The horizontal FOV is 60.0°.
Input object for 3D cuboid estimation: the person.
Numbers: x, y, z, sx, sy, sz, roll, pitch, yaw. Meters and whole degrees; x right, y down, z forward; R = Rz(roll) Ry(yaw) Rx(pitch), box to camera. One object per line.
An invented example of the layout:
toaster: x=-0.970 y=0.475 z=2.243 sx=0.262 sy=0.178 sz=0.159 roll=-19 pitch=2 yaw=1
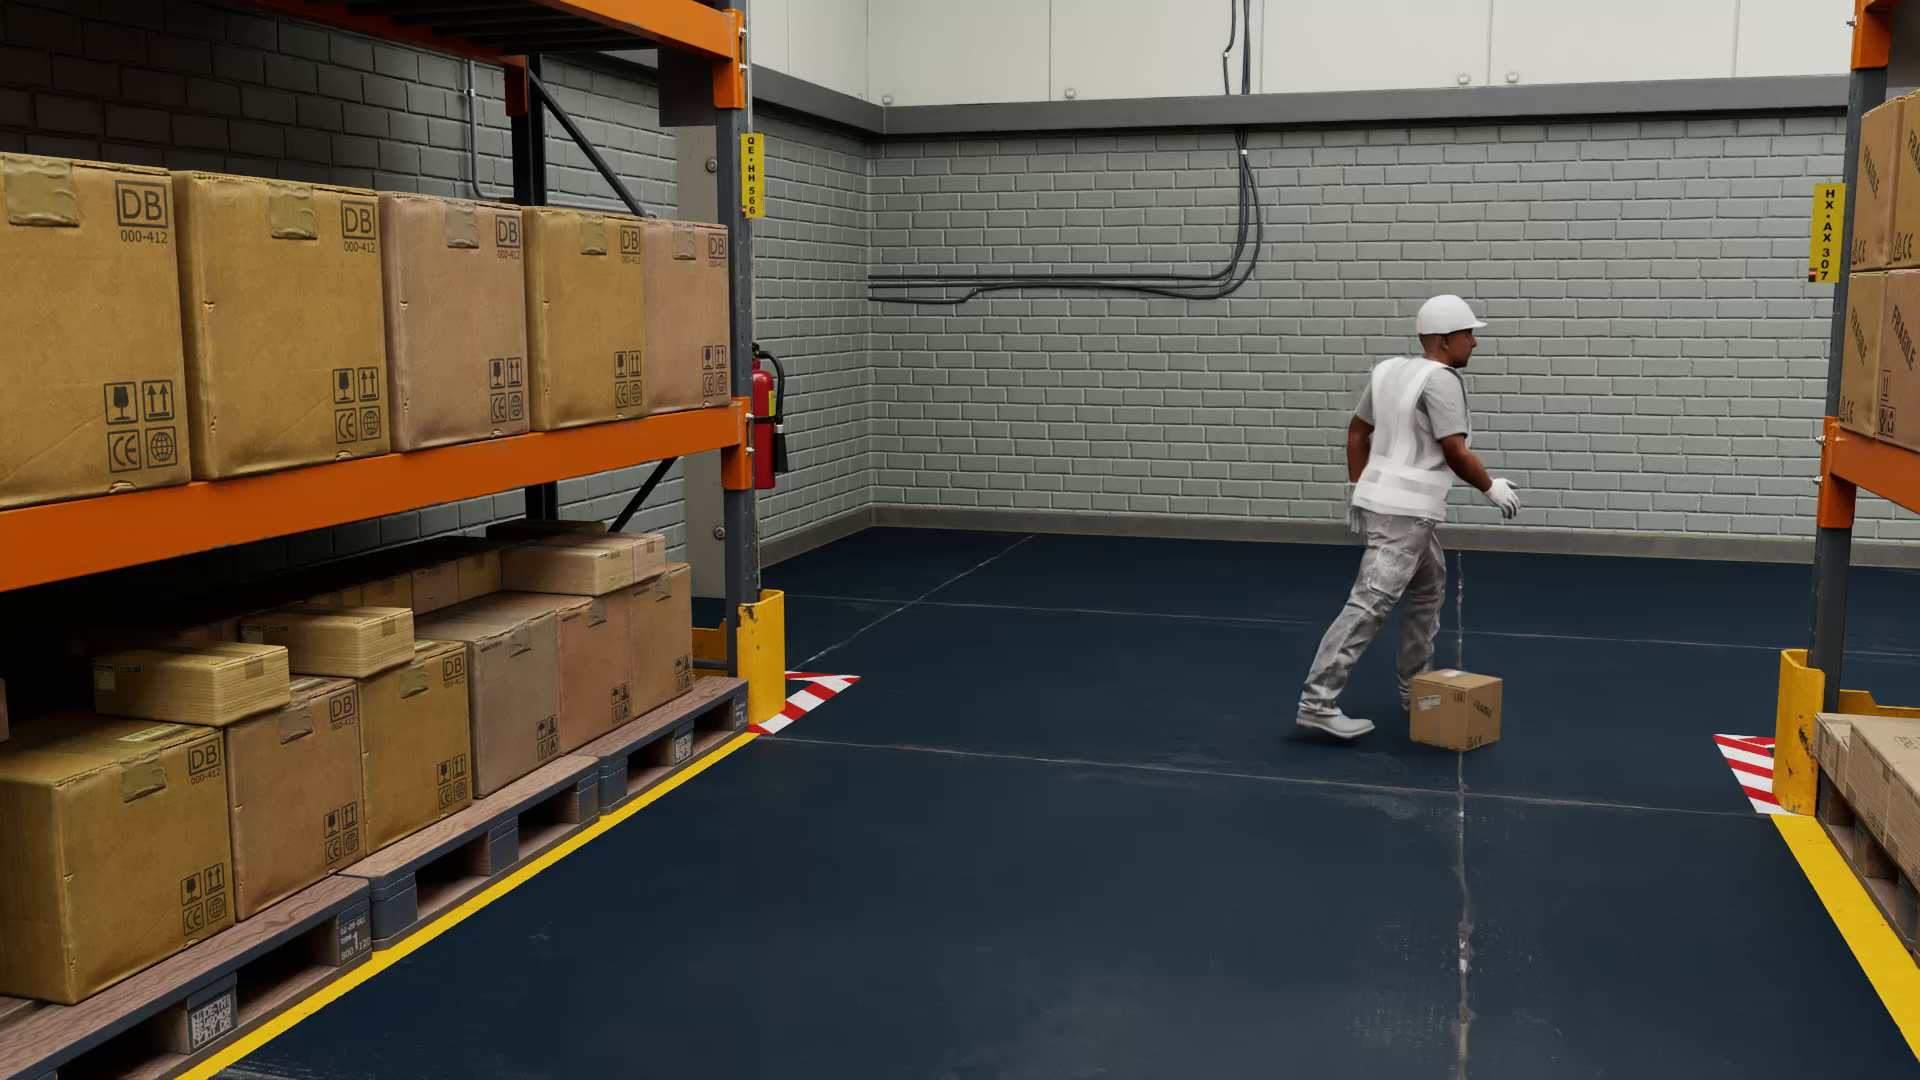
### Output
person: x=1.743 y=-0.102 z=6.601 sx=0.868 sy=1.722 sz=0.680 roll=-1 pitch=8 yaw=-4
